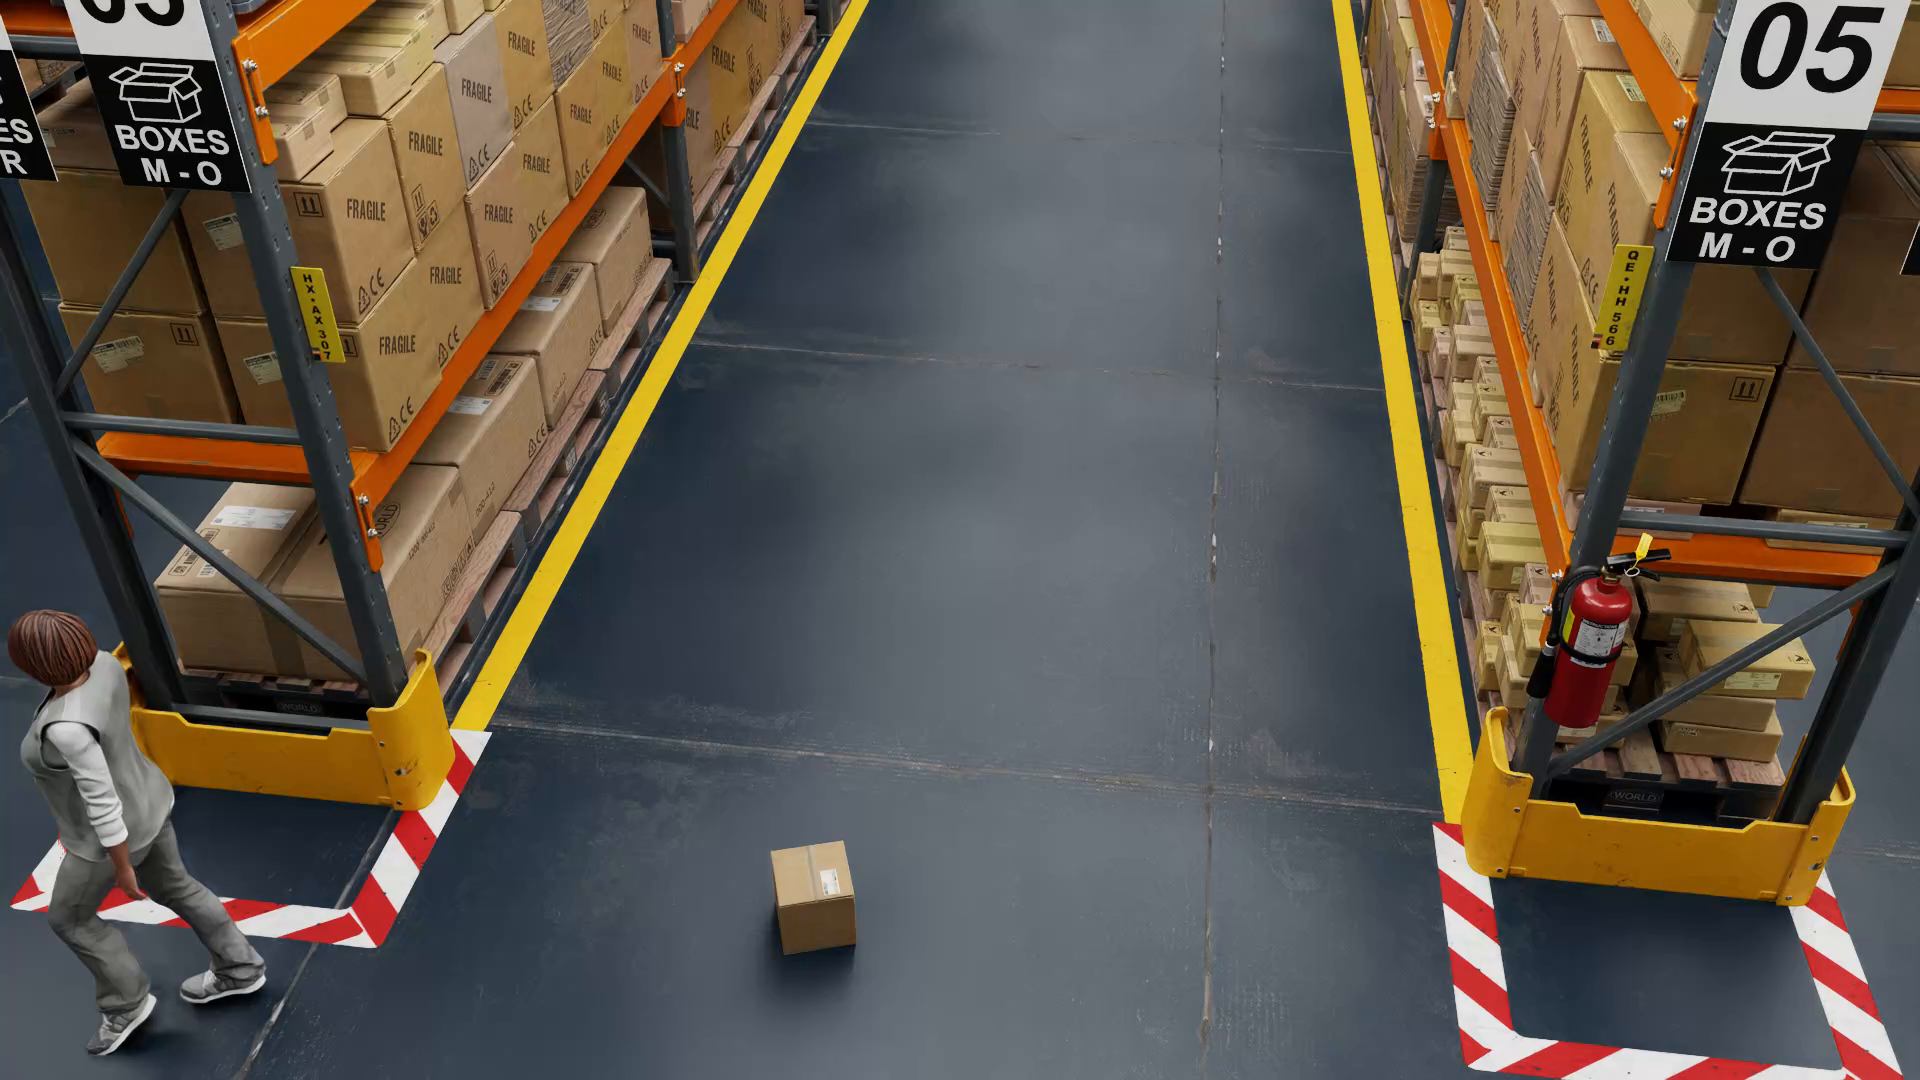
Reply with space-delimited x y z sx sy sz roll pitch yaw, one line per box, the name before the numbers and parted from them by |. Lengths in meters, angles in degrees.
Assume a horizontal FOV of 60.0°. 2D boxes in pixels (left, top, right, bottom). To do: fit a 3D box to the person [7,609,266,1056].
person | -2.529 0.870 5.001 0.550 1.623 0.452 -3 37 -4
